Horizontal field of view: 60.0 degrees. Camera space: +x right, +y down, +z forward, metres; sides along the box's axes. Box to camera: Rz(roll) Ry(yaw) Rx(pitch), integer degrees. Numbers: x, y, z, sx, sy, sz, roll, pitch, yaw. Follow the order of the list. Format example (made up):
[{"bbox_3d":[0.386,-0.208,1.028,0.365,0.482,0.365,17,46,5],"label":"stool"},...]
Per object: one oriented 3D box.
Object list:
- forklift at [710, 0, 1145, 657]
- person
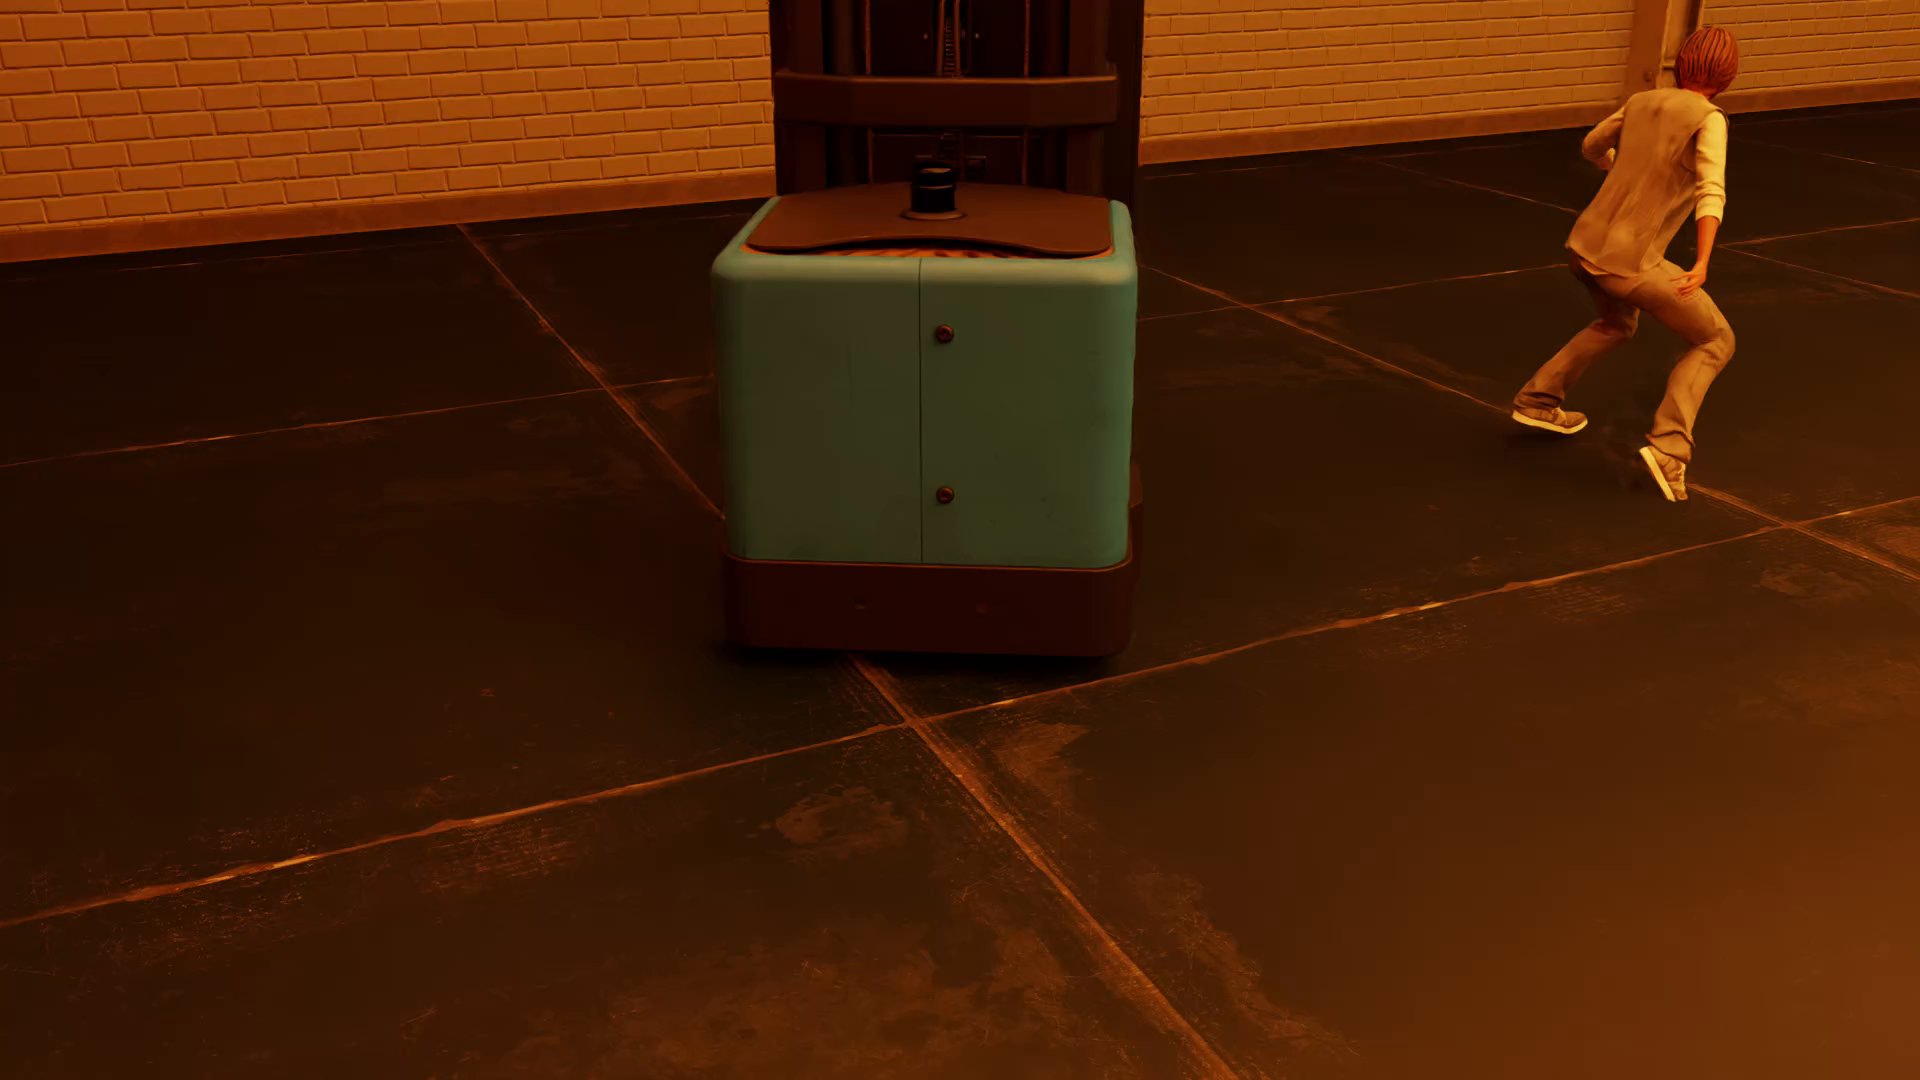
[{"bbox_3d":[0.007,-1.580,5.089,1.130,2.935,3.031,1,23,4],"label":"forklift"},{"bbox_3d":[2.286,-0.895,5.472,0.503,1.508,0.888,-6,23,-14],"label":"person"}]
